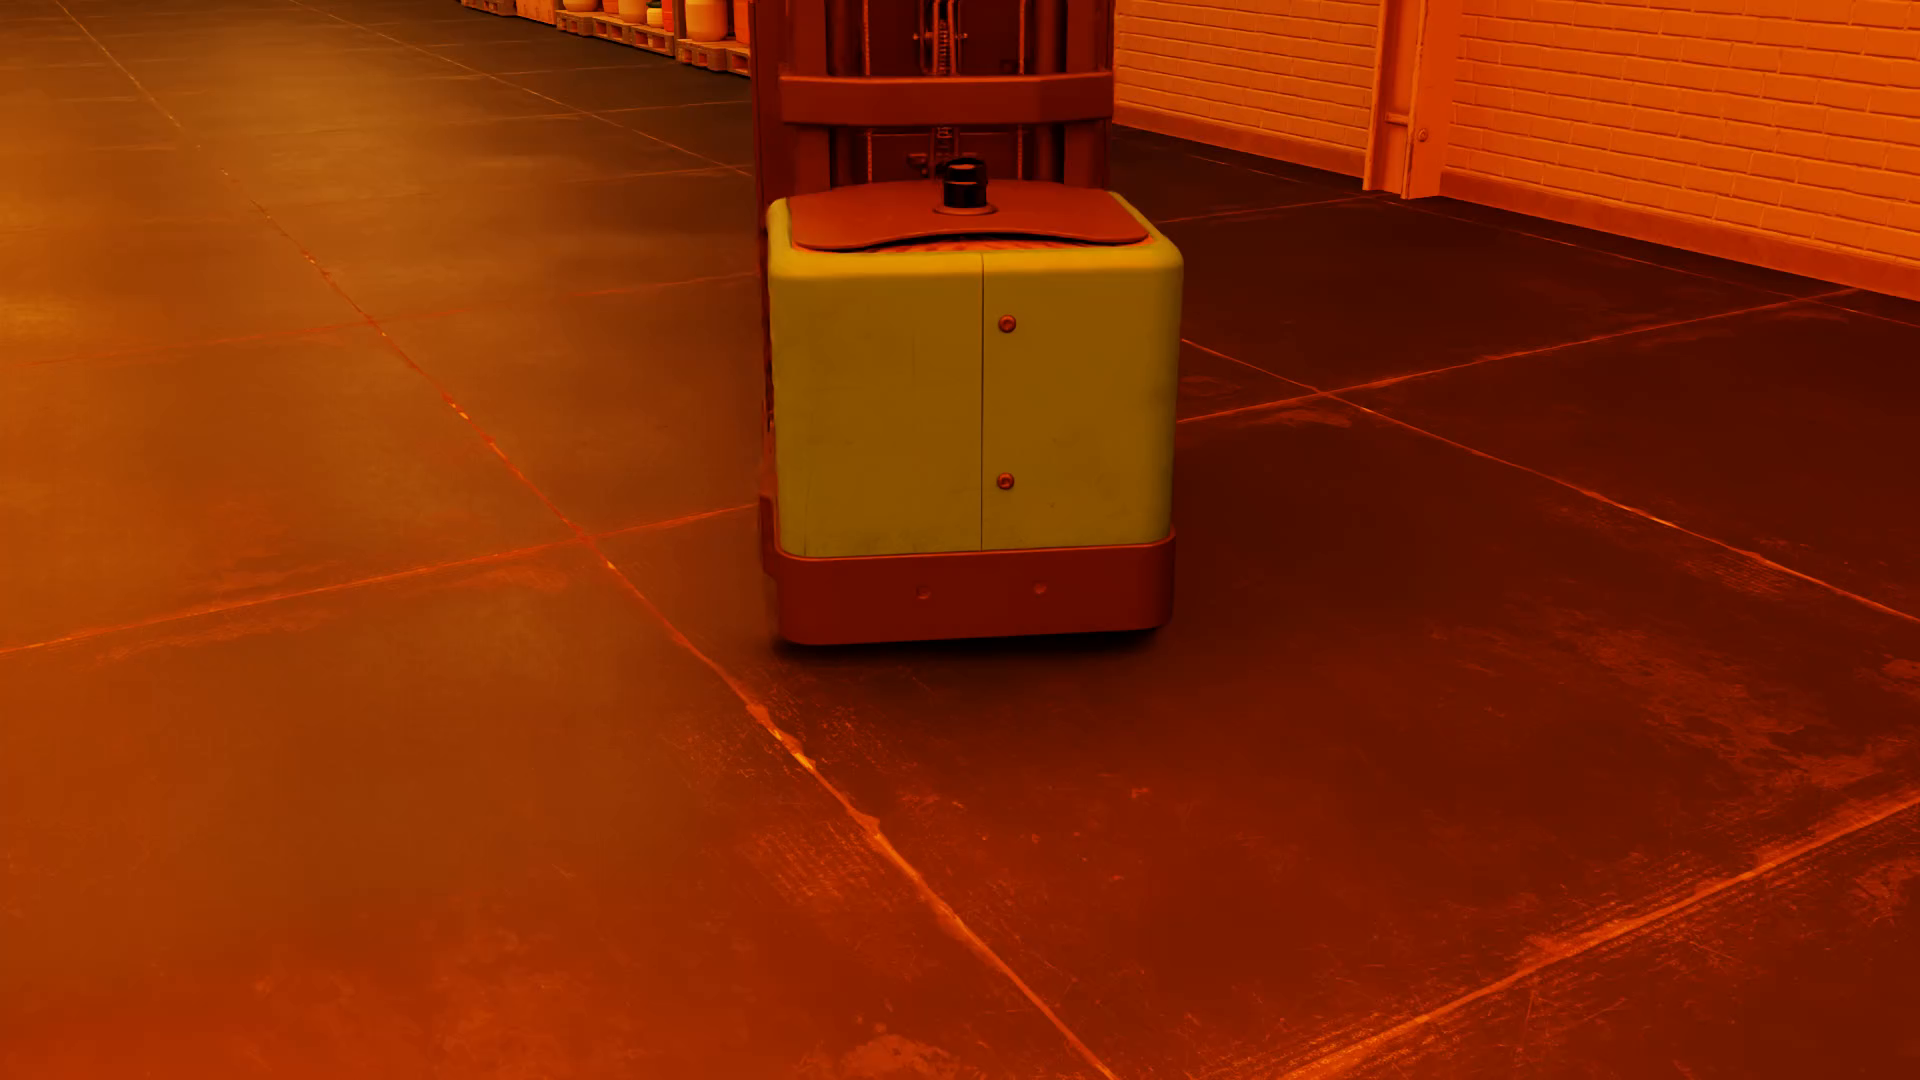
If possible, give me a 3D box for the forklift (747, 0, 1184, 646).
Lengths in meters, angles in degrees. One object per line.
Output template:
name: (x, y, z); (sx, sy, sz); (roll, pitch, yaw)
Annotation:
forklift: (-0.112, -1.606, 5.188); (1.130, 2.935, 3.031); (-2, 22, -6)
